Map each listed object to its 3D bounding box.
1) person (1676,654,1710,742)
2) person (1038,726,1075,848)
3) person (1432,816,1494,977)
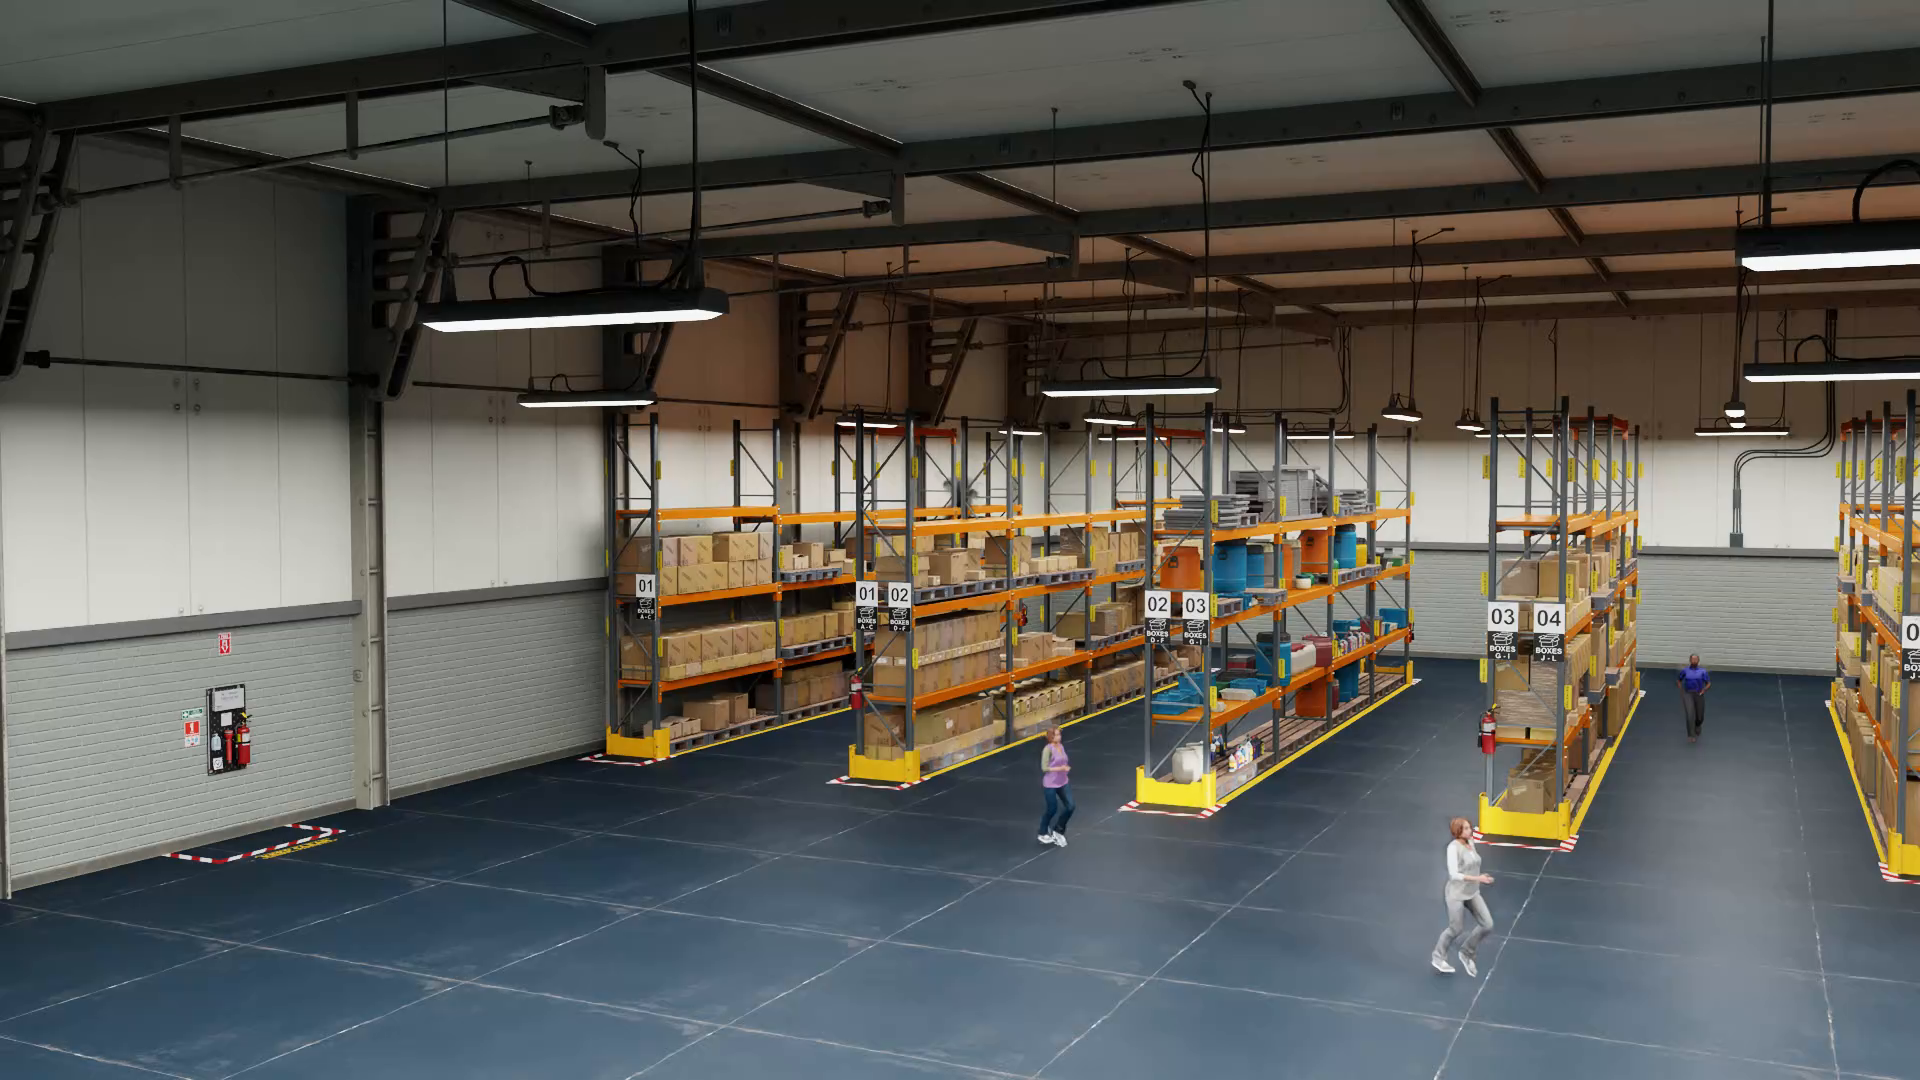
[{"bbox_3d":[13.538,2.947,30.719,0.579,1.521,0.658,1,3,22],"label":"person"},{"bbox_3d":[1.283,3.275,22.032,0.517,1.608,0.639,-2,3,-41],"label":"person"},{"bbox_3d":[4.964,3.508,16.339,0.512,1.589,0.678,-2,3,-35],"label":"person"}]
